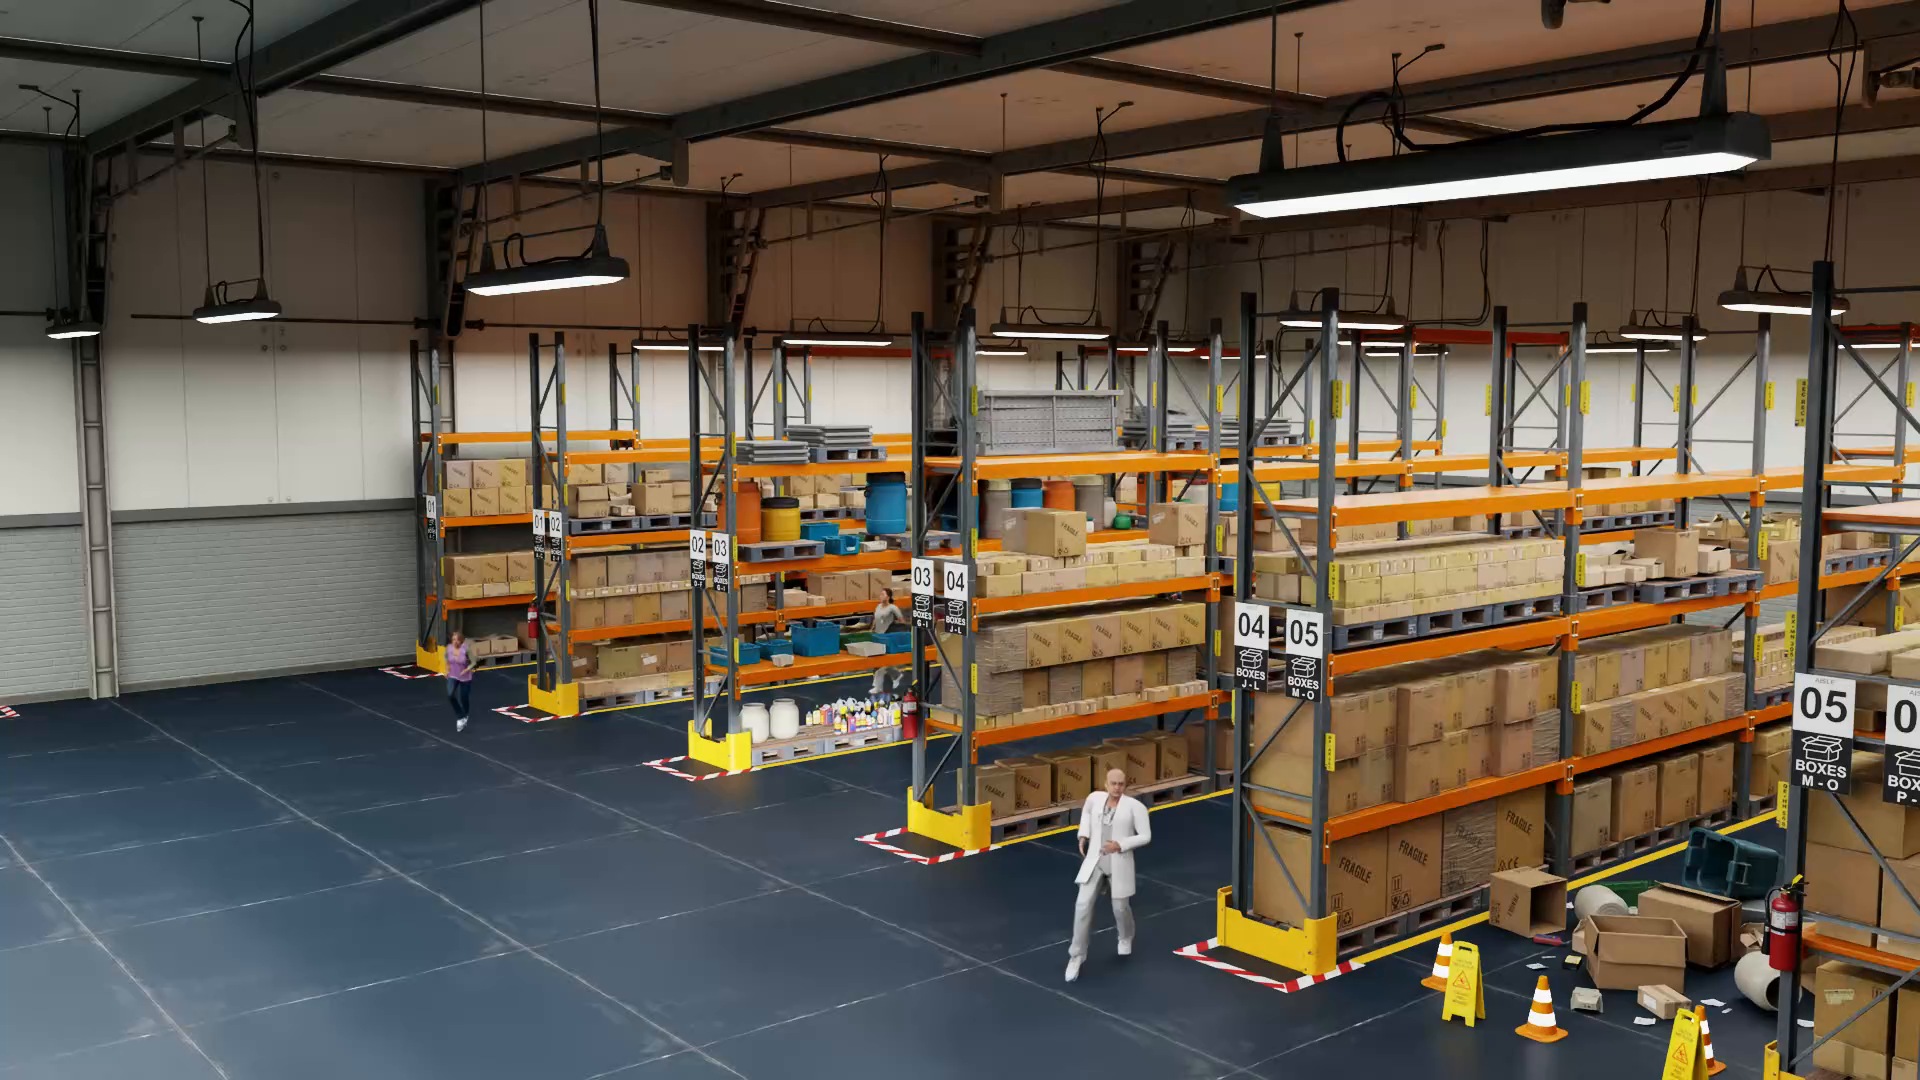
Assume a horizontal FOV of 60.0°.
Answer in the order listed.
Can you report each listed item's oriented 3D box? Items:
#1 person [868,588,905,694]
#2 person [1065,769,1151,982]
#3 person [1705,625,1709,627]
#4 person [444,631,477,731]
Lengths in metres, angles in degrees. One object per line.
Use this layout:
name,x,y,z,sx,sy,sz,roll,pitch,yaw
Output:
person,-1.182,1.595,26.618,0.763,1.676,0.572,-5,7,-44
person,1.350,2.920,14.755,0.706,1.808,0.994,2,6,22
person,10.696,2.096,23.844,0.652,1.740,0.689,-3,6,-30
person,-7.539,2.094,25.132,0.521,1.518,0.852,0,5,-5
